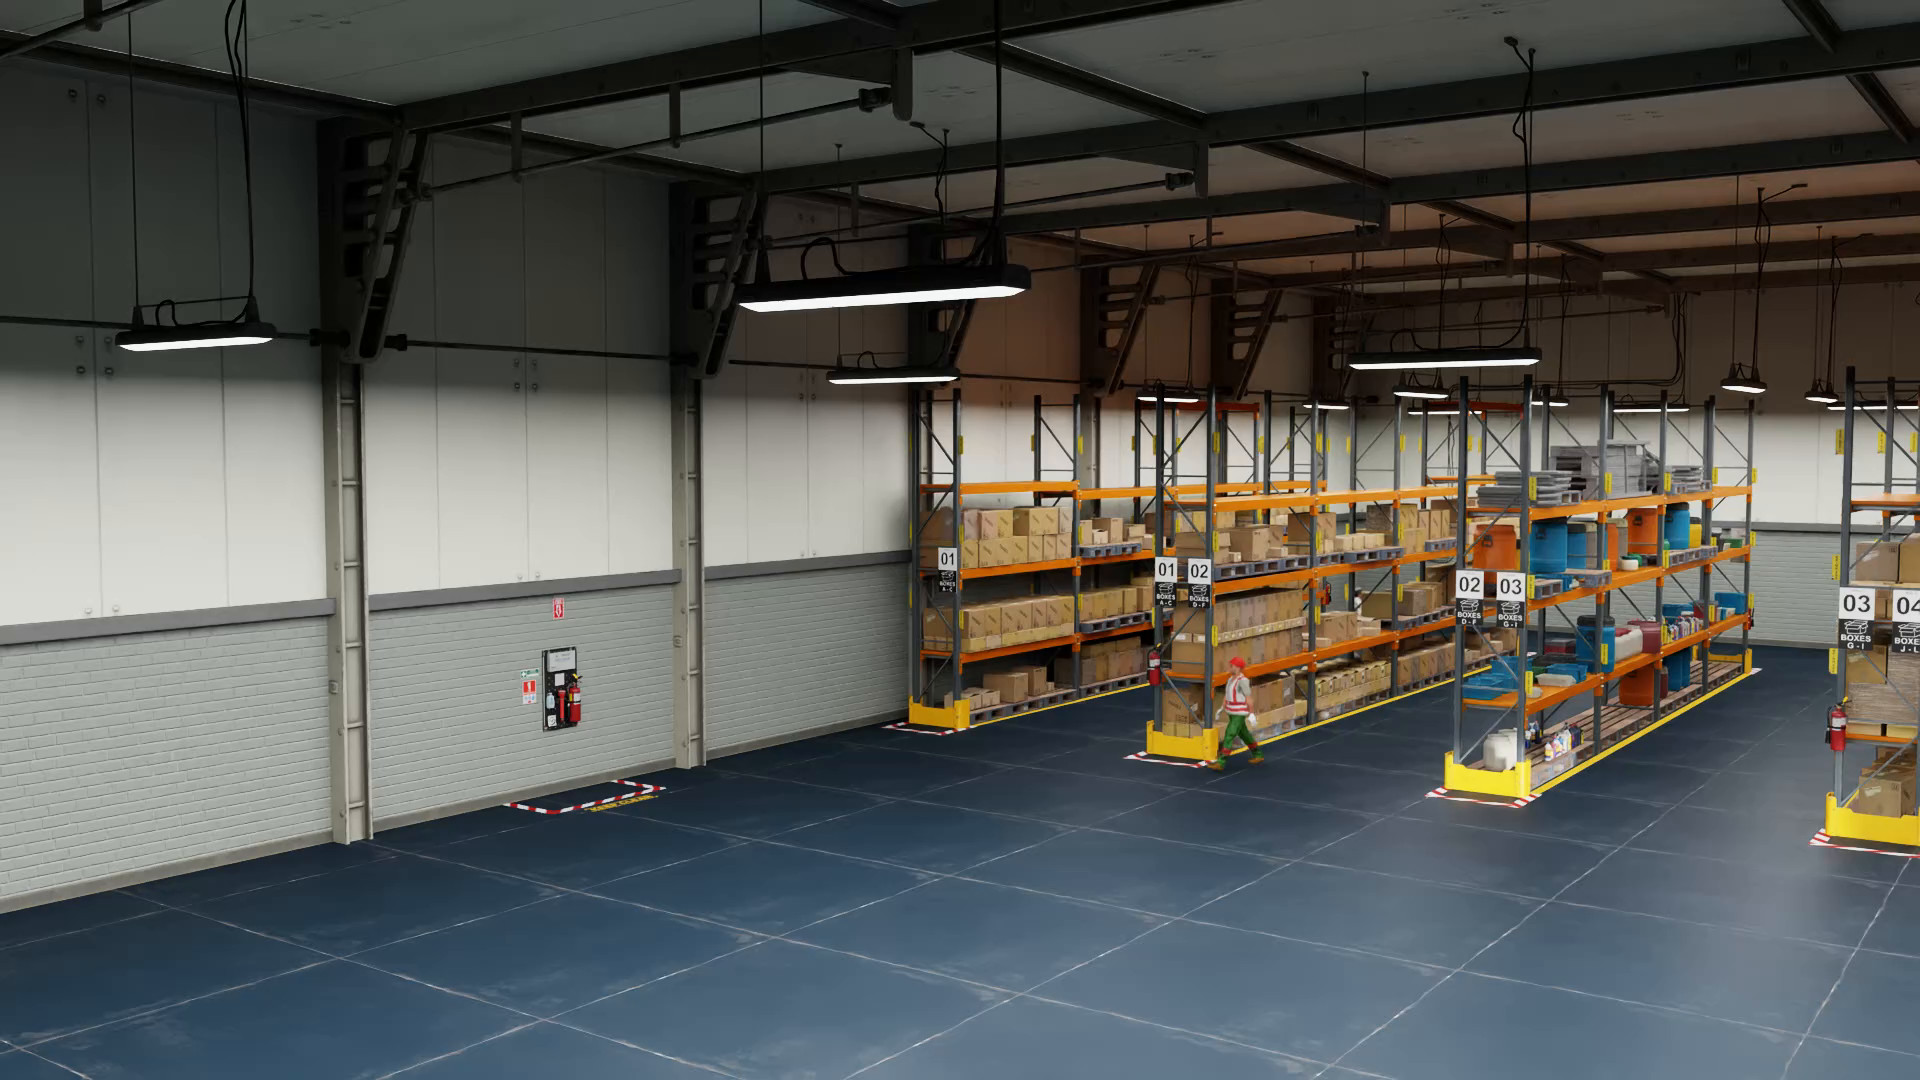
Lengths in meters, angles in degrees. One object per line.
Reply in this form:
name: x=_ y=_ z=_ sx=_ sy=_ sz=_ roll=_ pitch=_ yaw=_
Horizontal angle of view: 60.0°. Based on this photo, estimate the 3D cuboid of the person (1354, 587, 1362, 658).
person: x=9.256 y=1.936 z=38.919 sx=0.432 sy=1.687 sz=0.505 roll=-1 pitch=3 yaw=-12

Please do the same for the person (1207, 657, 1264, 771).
person: x=4.237 y=2.665 z=25.651 sx=1.120 sy=1.729 sz=0.643 roll=-1 pitch=4 yaw=-22
